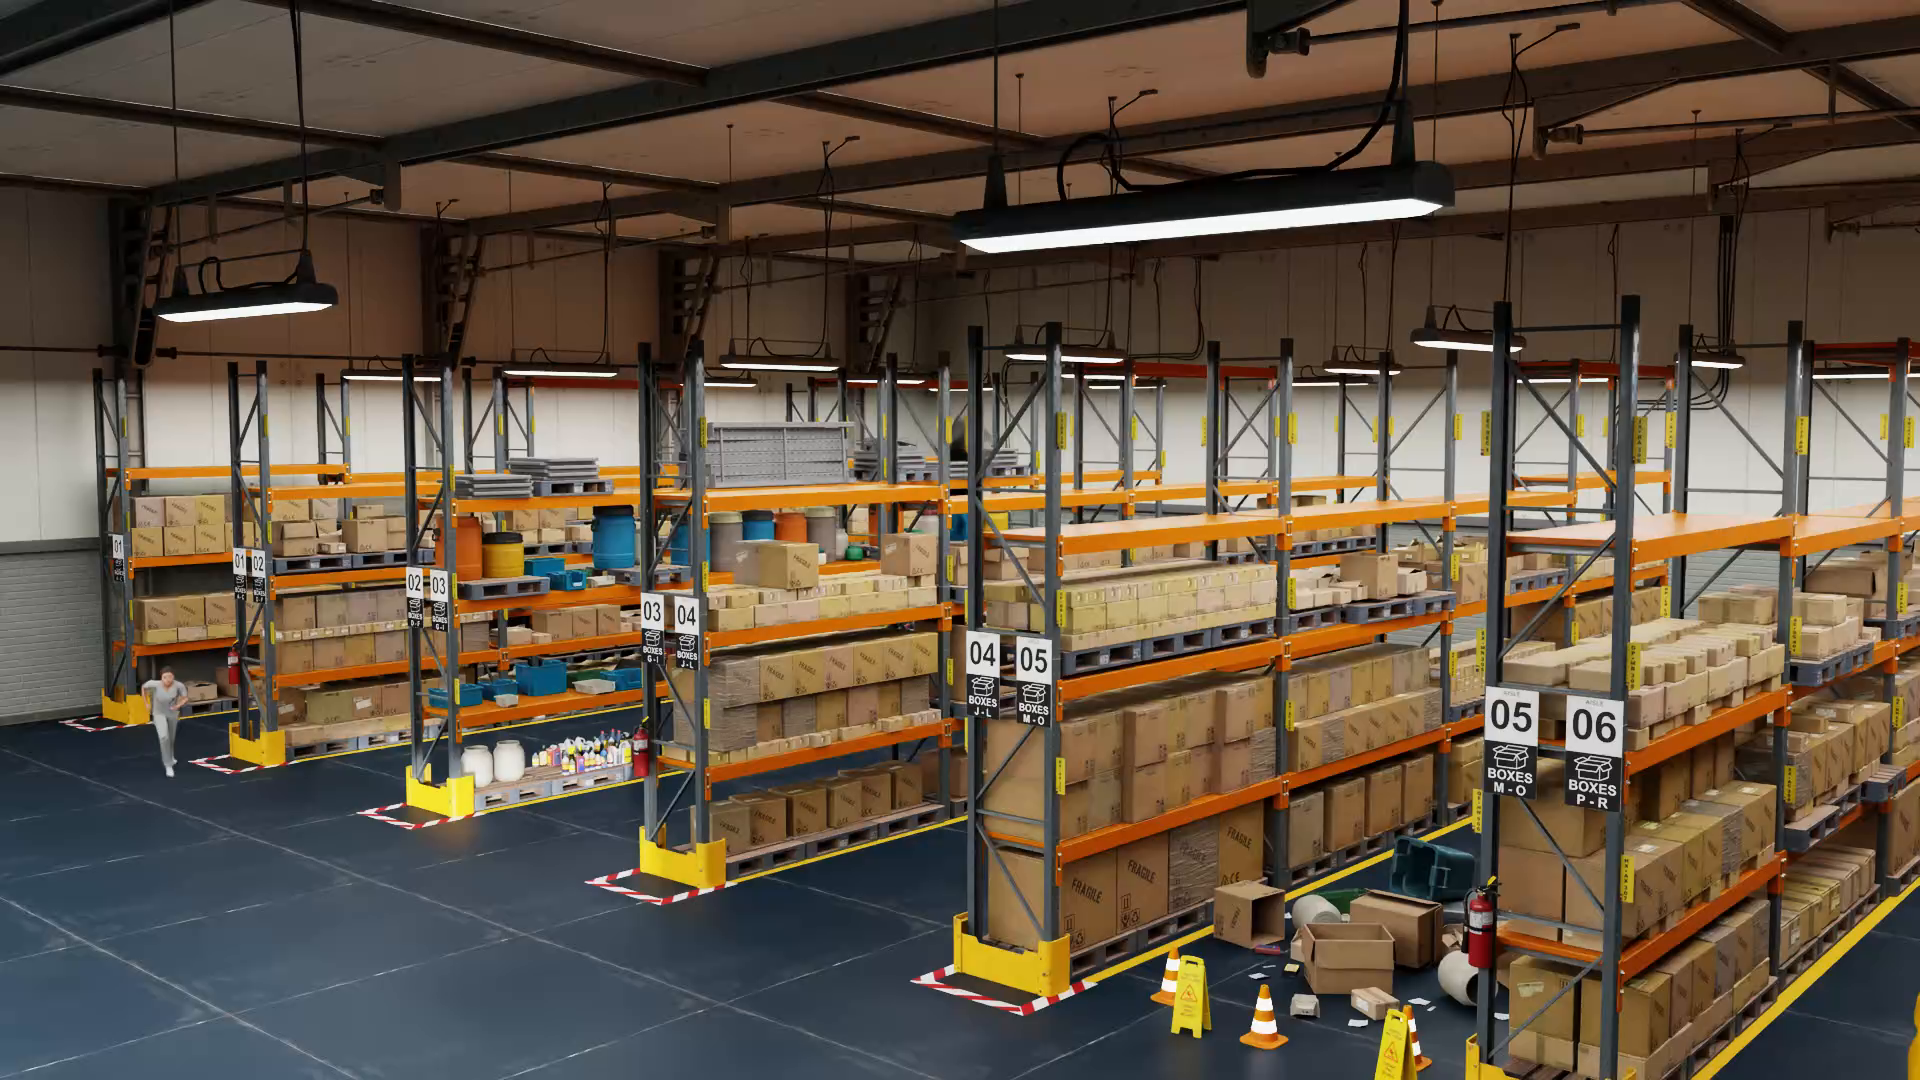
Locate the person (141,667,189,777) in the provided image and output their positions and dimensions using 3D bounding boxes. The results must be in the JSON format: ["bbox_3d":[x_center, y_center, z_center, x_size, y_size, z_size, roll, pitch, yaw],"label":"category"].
[{"bbox_3d":[-11.590,2.614,24.263,0.610,1.626,0.949,-2,5,-27],"label":"person"}]
